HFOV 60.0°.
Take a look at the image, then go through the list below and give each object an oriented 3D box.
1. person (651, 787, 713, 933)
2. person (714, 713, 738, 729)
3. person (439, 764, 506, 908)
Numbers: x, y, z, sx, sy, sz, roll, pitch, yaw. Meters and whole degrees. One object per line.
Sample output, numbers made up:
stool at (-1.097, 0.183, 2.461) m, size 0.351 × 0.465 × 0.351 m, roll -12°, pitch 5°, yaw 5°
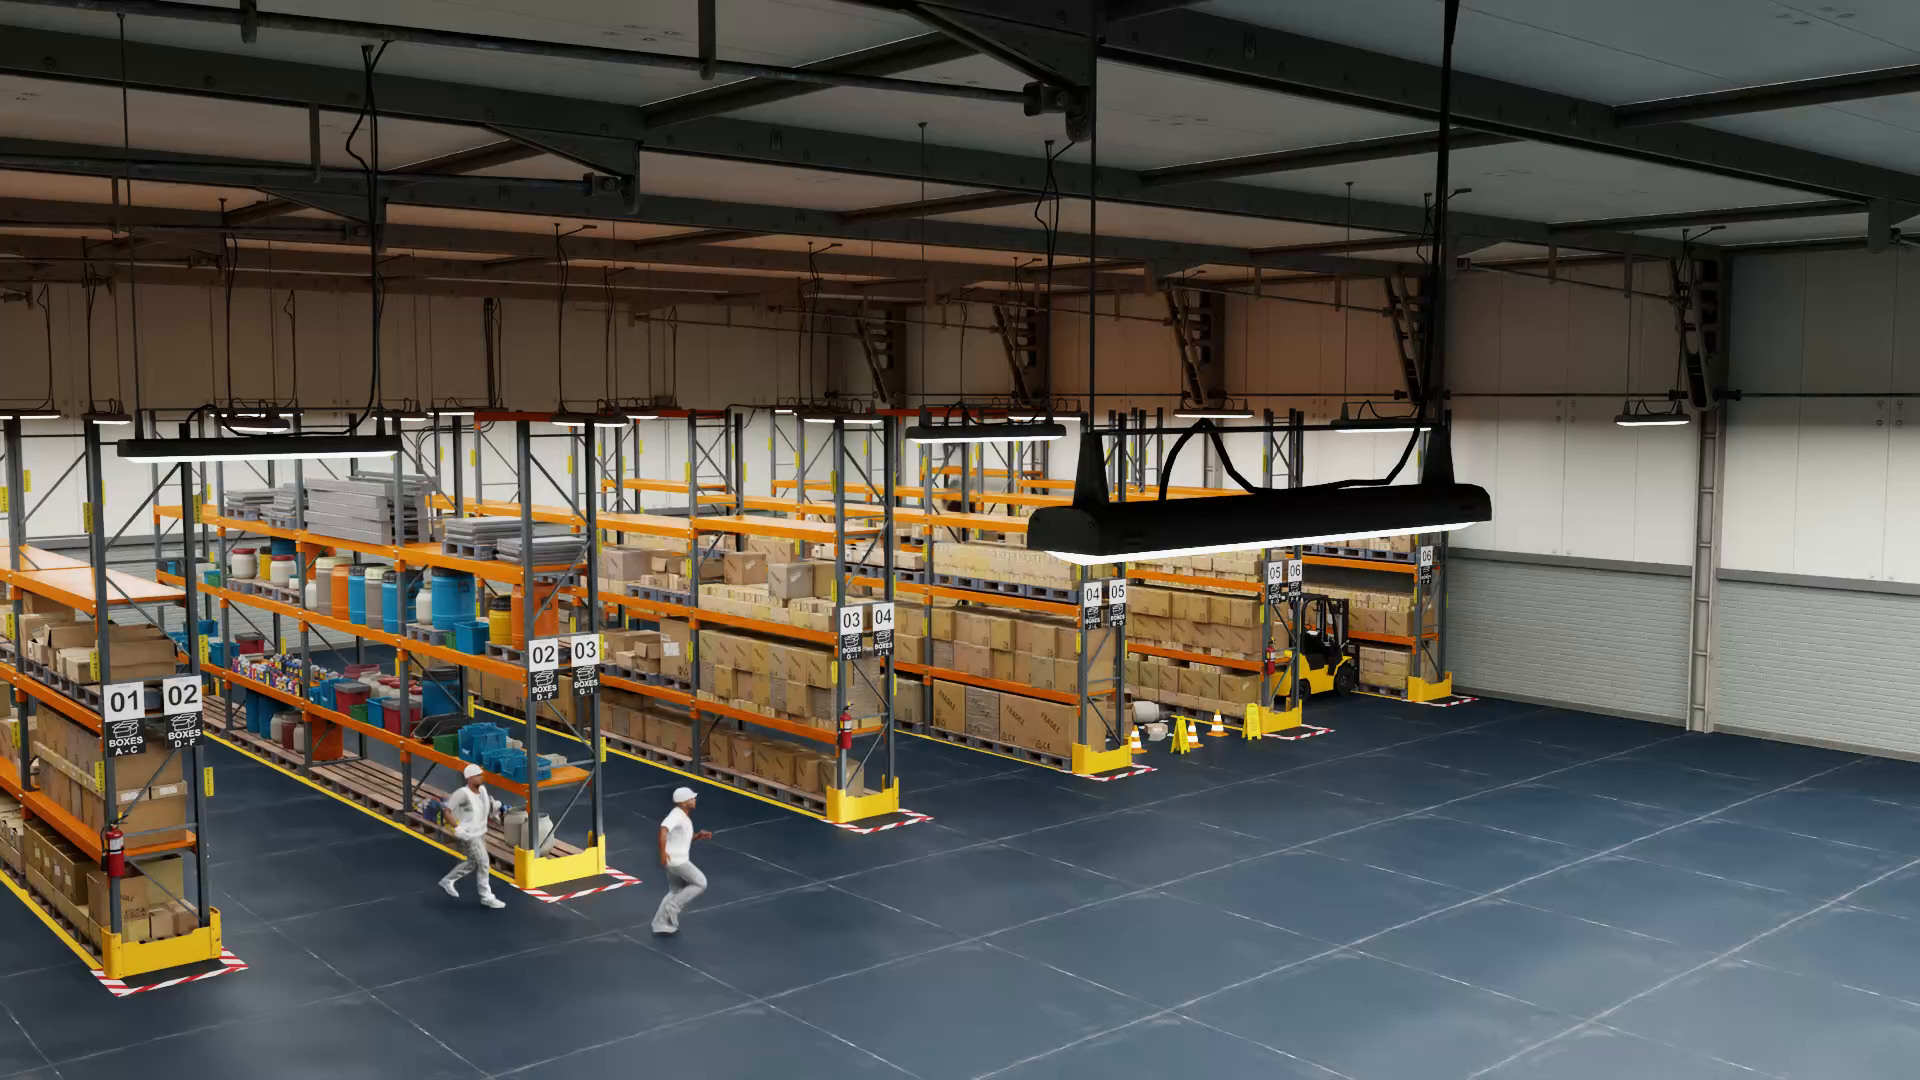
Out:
person at (-3.256, 3.750, 19.475) m, size 0.734 × 1.707 × 0.746 m, roll -1°, pitch 5°, yaw -11°
person at (-4.380, 2.711, 31.391) m, size 0.736 × 1.810 × 0.638 m, roll 5°, pitch 7°, yaw 43°
person at (-6.069, 3.647, 20.533) m, size 0.899 × 1.788 × 0.692 m, roll 1°, pitch 5°, yaw 12°
